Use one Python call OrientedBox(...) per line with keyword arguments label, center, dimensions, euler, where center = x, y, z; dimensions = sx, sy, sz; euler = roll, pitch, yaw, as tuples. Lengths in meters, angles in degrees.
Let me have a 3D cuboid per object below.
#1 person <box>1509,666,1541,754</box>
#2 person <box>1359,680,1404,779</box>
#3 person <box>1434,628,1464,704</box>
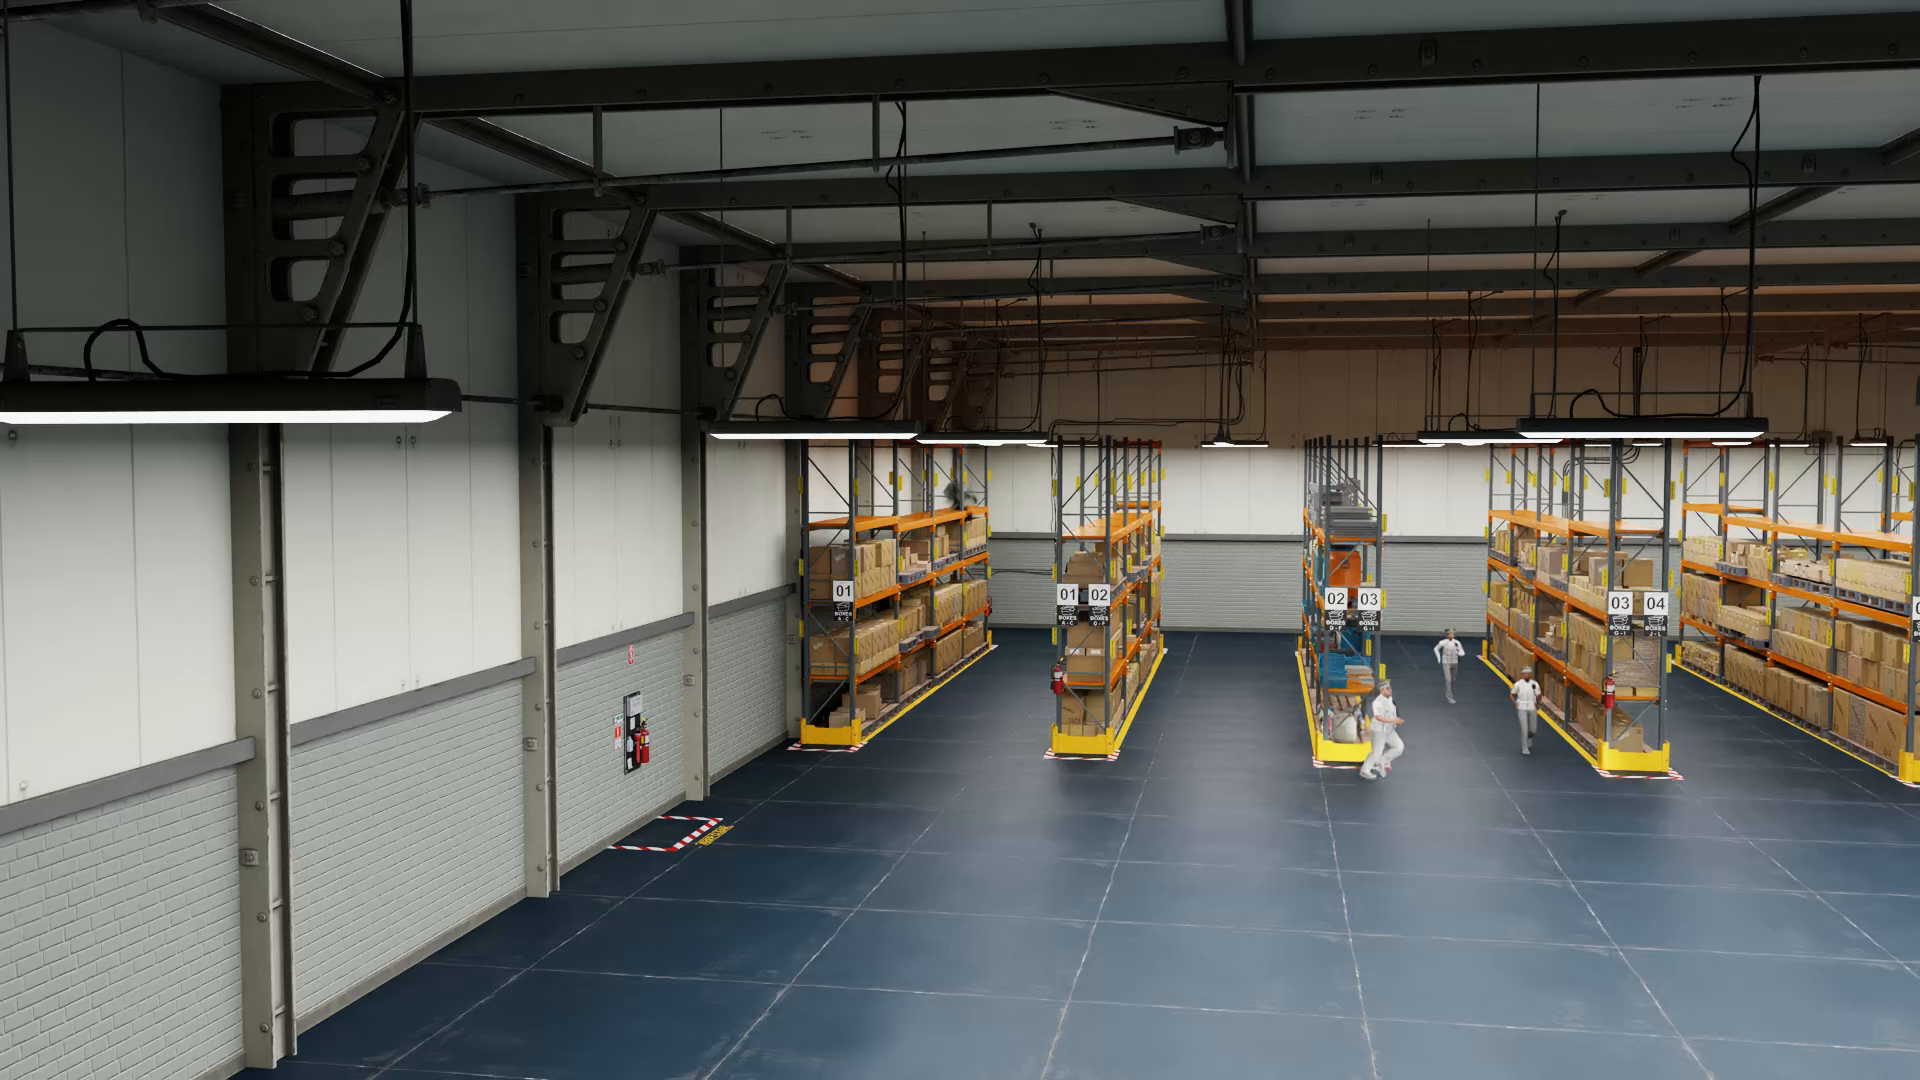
OrientedBox(label="person", center=(10.696, 3.192, 31.442), dimensions=(0.578, 1.652, 0.644), euler=(0, 3, 9))
OrientedBox(label="person", center=(7.352, 3.277, 28.783), dimensions=(0.823, 1.737, 0.668), euler=(3, 4, 45))
OrientedBox(label="person", center=(11.107, 2.816, 37.691), dimensions=(0.611, 1.682, 0.940), euler=(0, 3, -1))
